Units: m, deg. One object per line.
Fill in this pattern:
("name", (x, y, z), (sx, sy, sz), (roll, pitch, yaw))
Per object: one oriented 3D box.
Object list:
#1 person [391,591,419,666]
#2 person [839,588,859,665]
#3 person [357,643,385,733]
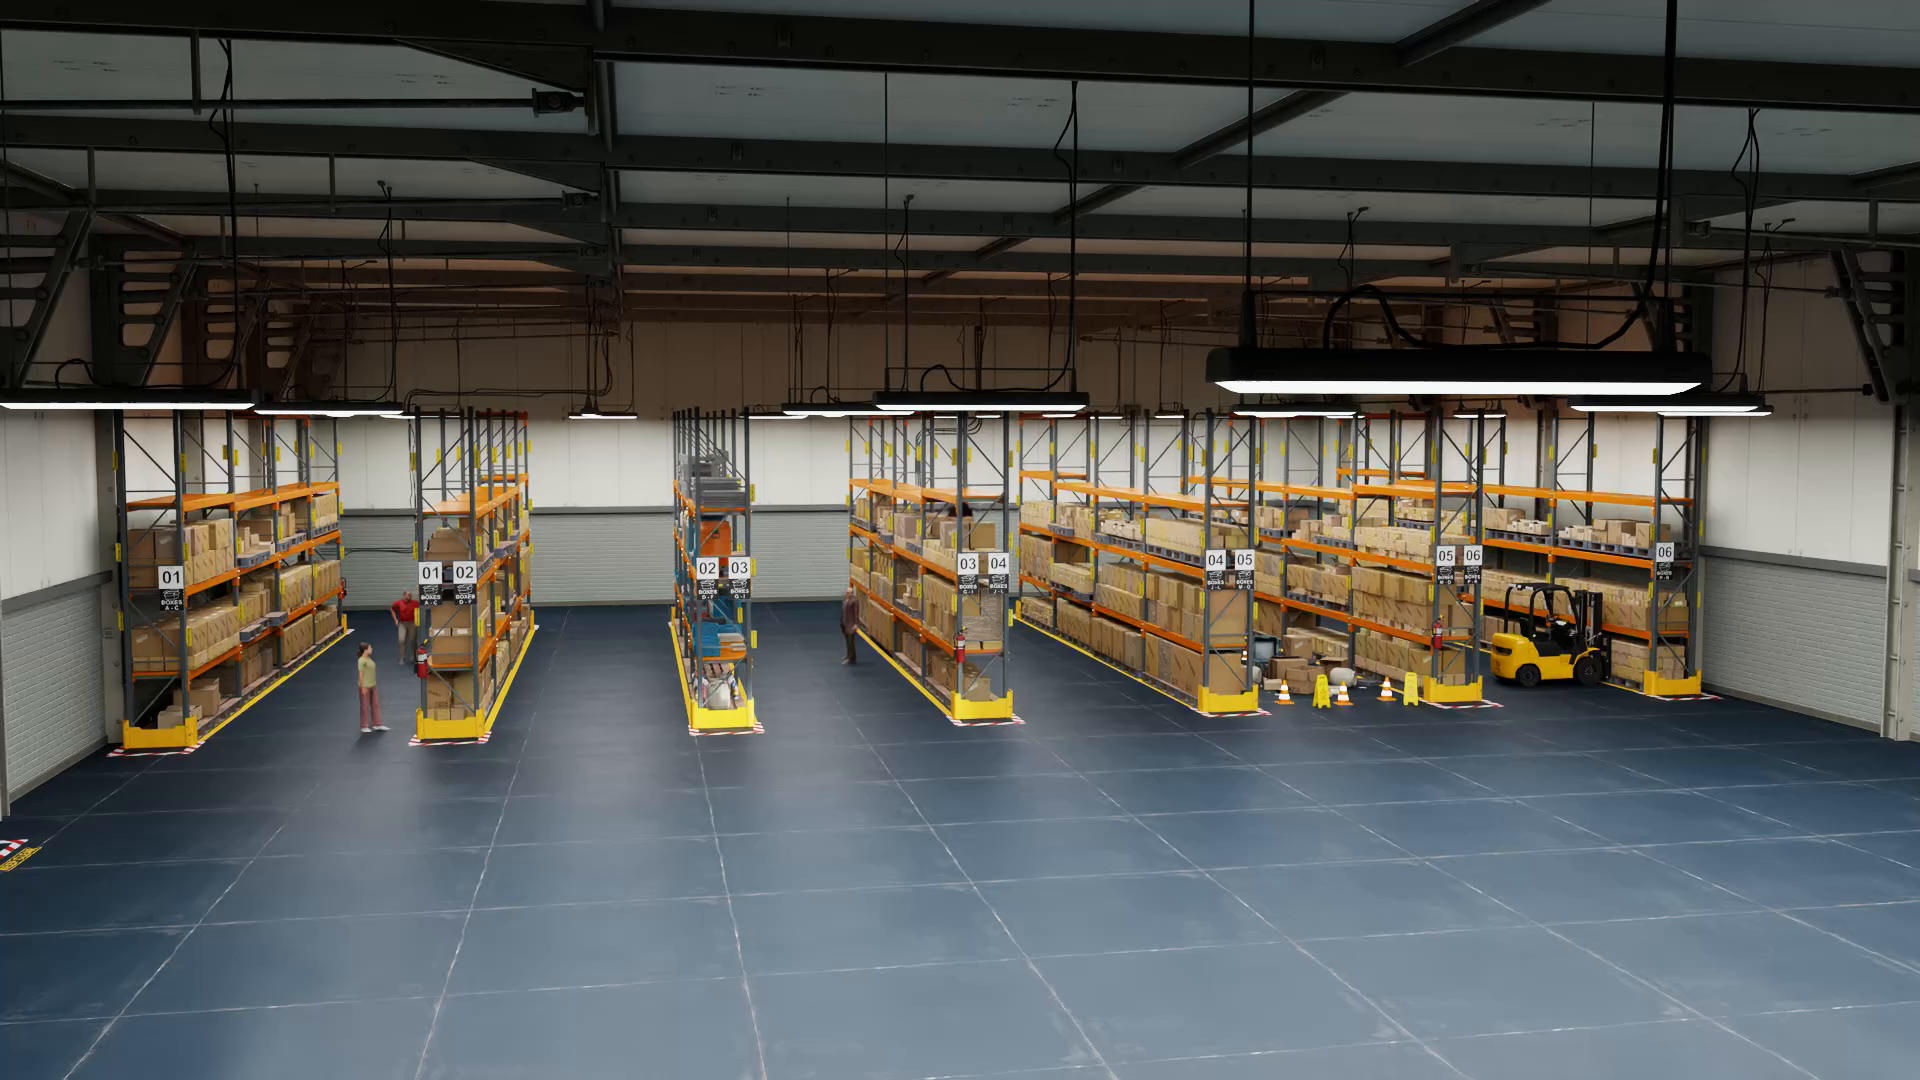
("person", (-13.108, 2.090, 39.329), (0.678, 1.761, 0.798), (-1, 4, -9))
("person", (-2.698, 2.030, 39.569), (0.586, 1.795, 0.644), (-4, 5, -42))
("person", (-10.912, 2.820, 30.685), (0.343, 1.462, 0.550), (2, 4, 21))
